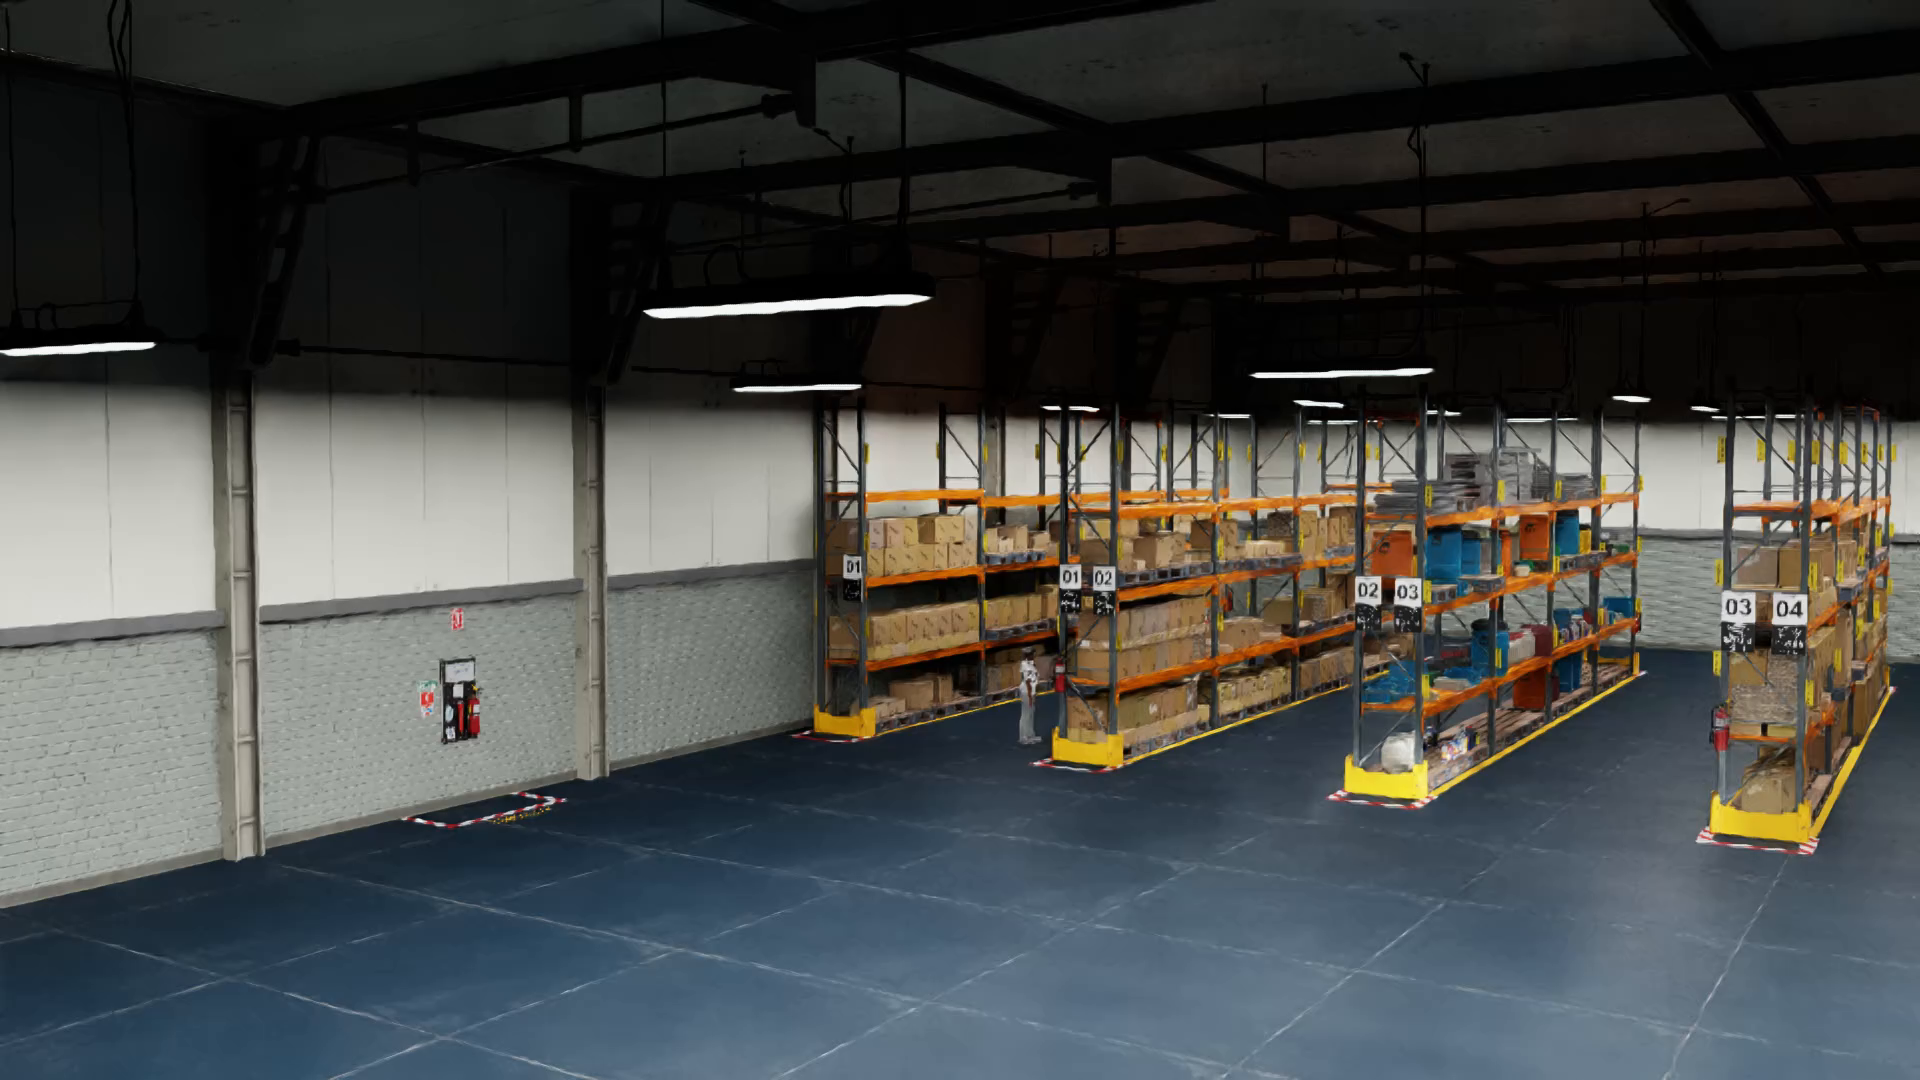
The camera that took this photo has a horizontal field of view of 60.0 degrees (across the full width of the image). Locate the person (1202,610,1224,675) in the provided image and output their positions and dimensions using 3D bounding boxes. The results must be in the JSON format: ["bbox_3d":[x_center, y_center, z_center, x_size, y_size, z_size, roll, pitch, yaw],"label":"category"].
[{"bbox_3d":[5.391,2.311,35.411,0.682,1.676,0.521,2,3,30],"label":"person"}]

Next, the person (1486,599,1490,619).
[{"bbox_3d":[13.001,1.990,40.423,0.384,1.759,0.654,0,3,0],"label":"person"}]

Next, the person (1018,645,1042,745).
[{"bbox_3d":[1.212,2.652,28.602,0.422,1.677,0.502,0,3,0],"label":"person"}]
